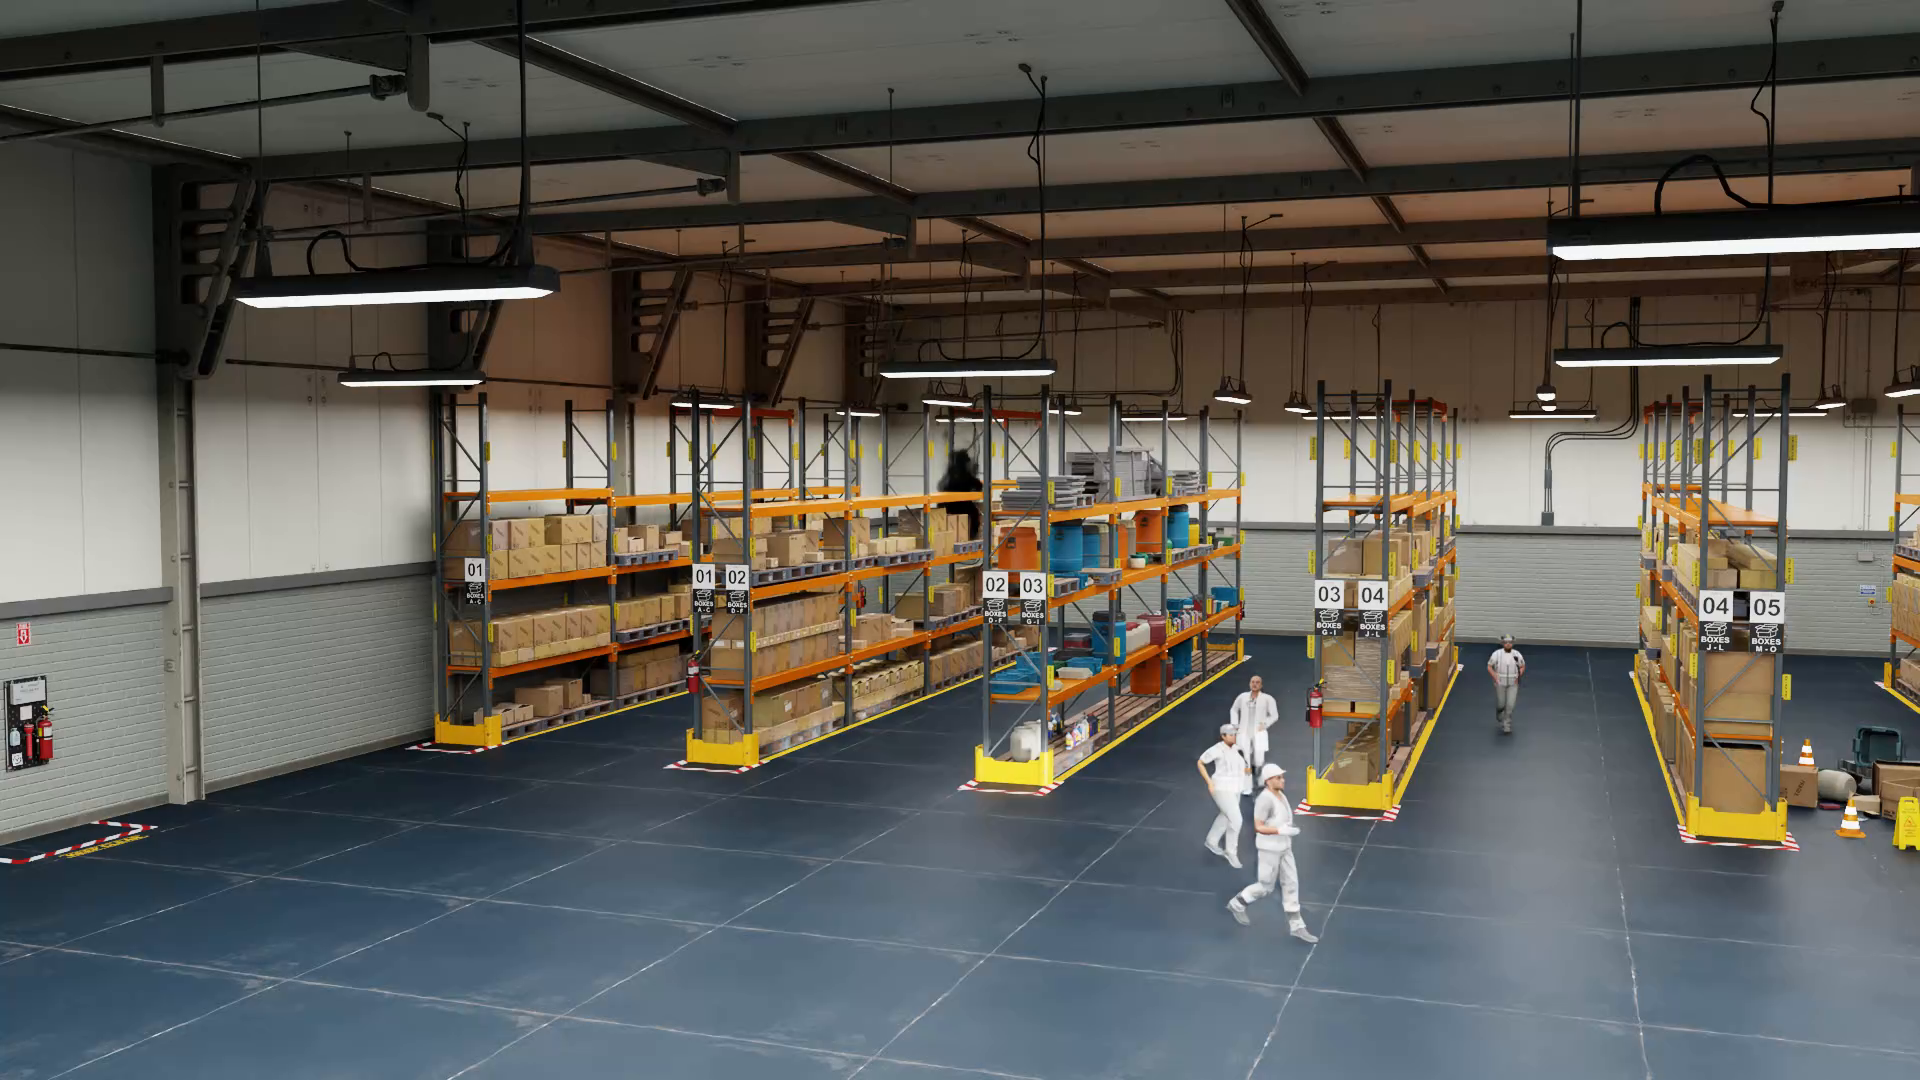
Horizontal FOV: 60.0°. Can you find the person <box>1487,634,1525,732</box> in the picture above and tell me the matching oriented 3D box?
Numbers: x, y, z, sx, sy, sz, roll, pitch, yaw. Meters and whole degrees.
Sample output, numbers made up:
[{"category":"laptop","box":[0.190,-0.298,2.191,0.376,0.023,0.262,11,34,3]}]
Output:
[{"category":"person","box":[9.795,2.551,29.799,0.657,1.723,0.697,1,3,10]}]

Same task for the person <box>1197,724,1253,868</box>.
[{"category":"person","box":[3.248,3.098,20.266,0.749,1.731,0.576,3,4,44]}]

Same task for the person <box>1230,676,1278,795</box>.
[{"category":"person","box":[4.269,2.951,24.330,0.726,1.498,0.725,1,3,21]}]

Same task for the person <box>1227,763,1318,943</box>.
[{"category":"person","box":[3.205,3.177,17.034,0.987,1.786,0.656,2,4,38]}]
